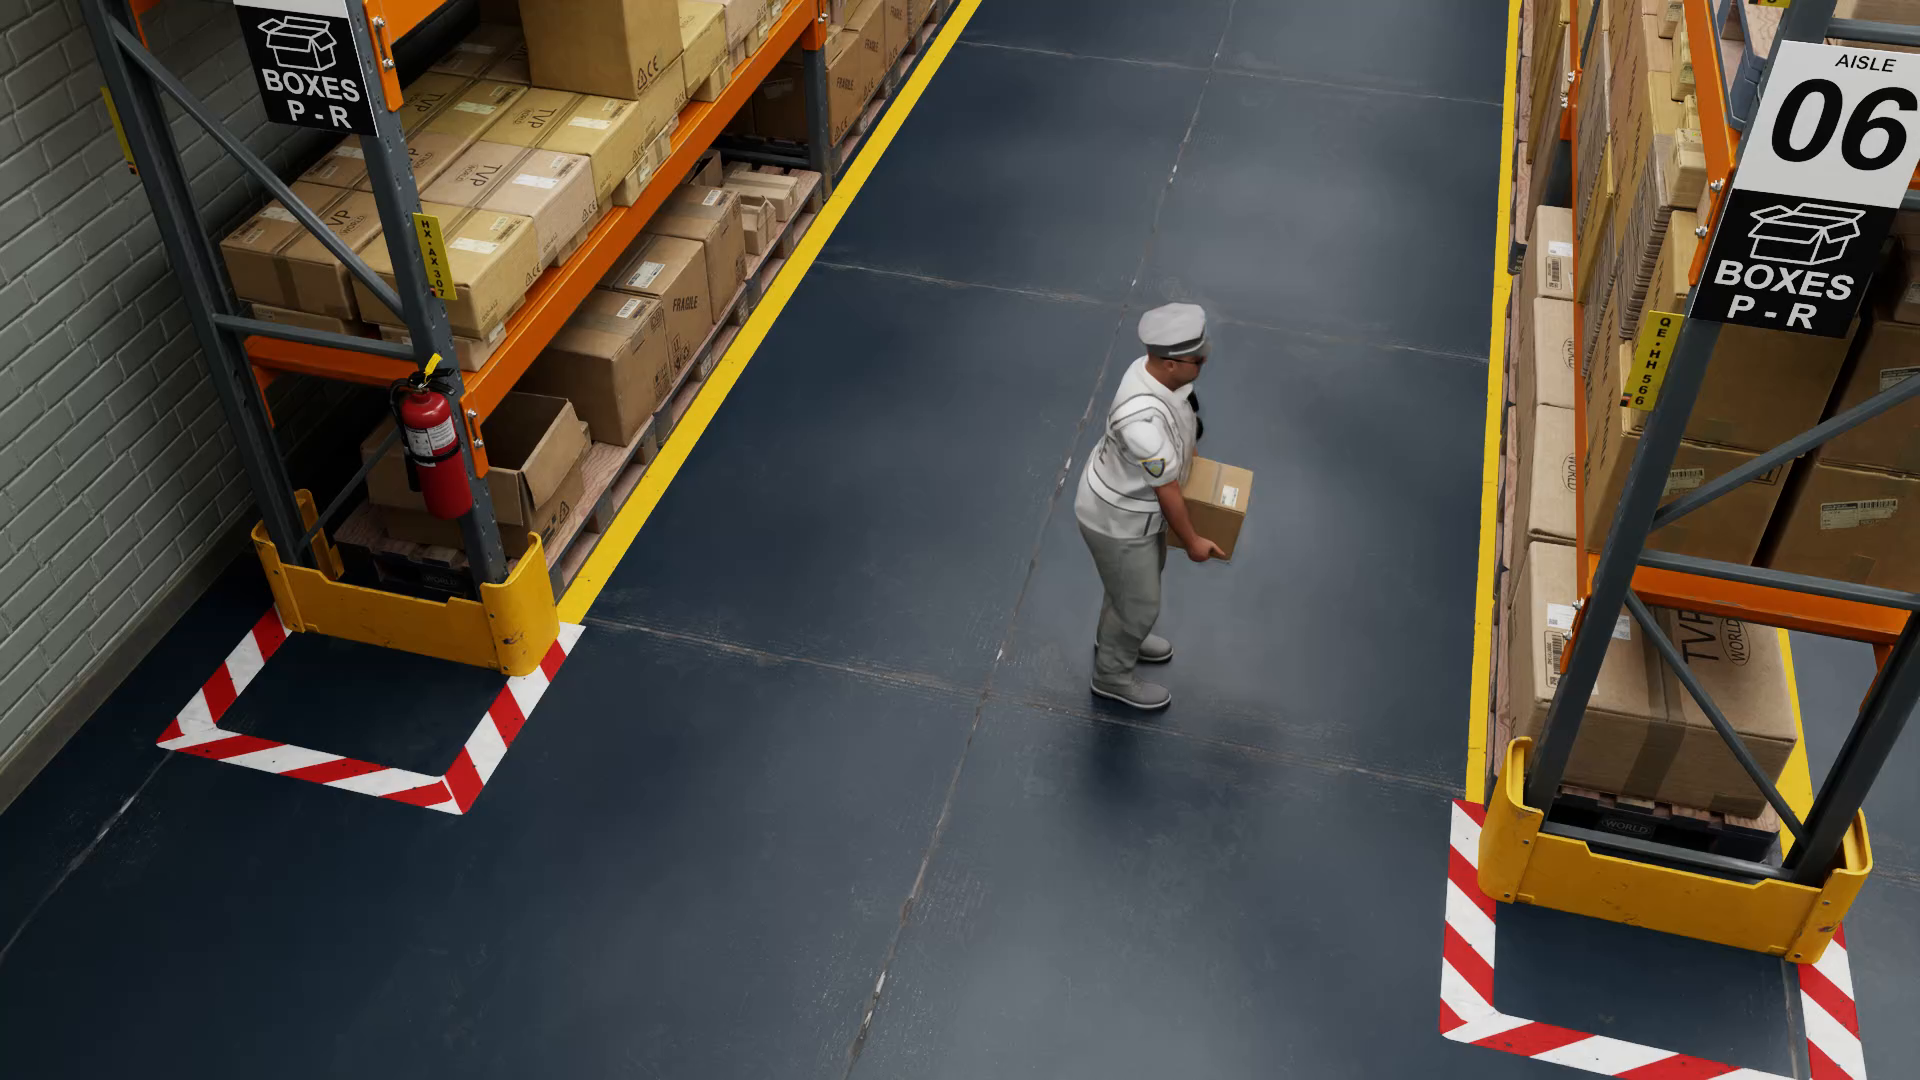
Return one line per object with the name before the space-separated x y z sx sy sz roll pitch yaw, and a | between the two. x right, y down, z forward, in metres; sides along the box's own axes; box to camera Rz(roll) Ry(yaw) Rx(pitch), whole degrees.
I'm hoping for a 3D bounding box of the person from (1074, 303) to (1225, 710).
person | 0.732 -0.116 6.295 0.588 1.750 0.487 9 42 11
